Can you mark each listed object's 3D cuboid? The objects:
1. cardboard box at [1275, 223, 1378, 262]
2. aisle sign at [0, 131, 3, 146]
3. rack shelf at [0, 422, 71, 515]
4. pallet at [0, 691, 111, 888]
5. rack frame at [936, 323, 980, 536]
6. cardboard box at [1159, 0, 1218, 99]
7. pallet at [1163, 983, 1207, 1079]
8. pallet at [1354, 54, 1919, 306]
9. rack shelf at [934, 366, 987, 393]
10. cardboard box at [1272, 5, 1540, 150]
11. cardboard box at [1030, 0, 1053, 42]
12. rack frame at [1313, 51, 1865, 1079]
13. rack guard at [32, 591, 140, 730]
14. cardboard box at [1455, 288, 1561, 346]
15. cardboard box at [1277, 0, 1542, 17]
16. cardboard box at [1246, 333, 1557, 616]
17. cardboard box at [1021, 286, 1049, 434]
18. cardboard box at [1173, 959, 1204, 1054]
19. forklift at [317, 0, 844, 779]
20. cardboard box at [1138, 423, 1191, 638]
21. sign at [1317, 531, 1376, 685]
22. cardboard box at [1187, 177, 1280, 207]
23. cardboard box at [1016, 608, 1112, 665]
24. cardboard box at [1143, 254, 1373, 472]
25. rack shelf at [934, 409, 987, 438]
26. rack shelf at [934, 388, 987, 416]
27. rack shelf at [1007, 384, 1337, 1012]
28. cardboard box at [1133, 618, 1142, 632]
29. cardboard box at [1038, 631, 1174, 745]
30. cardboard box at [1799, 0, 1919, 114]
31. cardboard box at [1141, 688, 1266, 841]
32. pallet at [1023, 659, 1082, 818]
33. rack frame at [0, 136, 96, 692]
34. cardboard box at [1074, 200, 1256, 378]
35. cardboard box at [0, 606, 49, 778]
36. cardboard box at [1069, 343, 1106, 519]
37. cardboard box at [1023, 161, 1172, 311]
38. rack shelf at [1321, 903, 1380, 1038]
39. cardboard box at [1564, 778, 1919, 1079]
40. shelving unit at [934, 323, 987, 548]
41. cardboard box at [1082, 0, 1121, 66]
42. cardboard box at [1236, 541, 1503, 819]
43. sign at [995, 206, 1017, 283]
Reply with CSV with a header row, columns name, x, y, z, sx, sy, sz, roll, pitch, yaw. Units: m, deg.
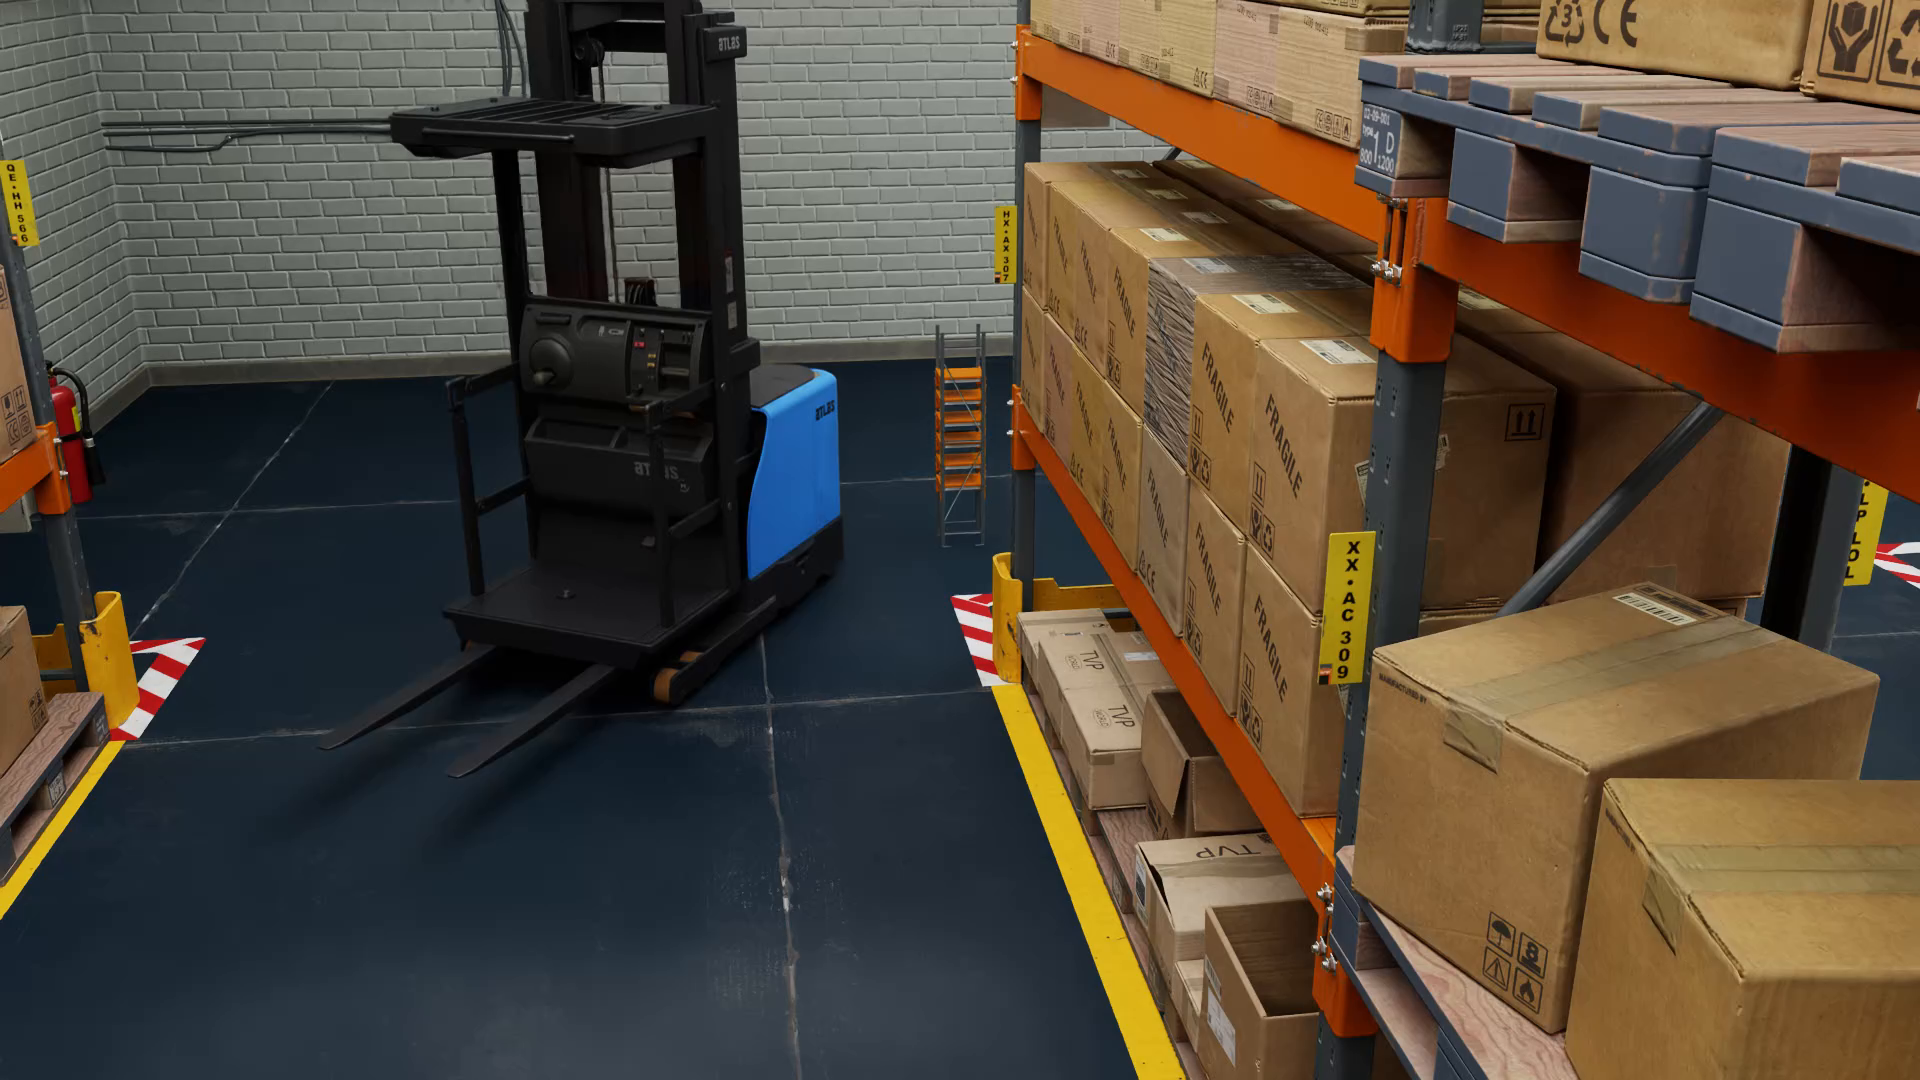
name,x,y,z,sx,sy,sz,roll,pitch,yaw
cardboard box,1.297,-0.714,5.269,0.500,0.500,0.500,-2,21,-6
aisle sign,-3.881,-1.878,6.241,0.394,0.787,0.004,-3,21,-8
rack shelf,-3.879,0.410,4.861,1.077,0.370,4.000,-3,21,-8
pallet,-3.975,0.959,6.346,1.003,0.211,1.213,-3,21,-8
rack frame,-0.011,-0.589,9.078,0.240,1.200,0.006,-3,21,-8
cardboard box,0.835,-1.322,4.397,0.500,0.250,0.500,-3,21,-8
pallet,1.213,1.582,4.678,1.003,0.211,1.213,-3,21,-8
pallet,1.335,-0.574,2.447,1.213,0.211,1.003,-3,21,-8
rack shelf,0.002,-0.853,8.882,0.258,0.103,0.180,-3,21,-8
cardboard box,0.977,-0.976,3.470,0.500,0.250,0.500,-3,21,-8
cardboard box,0.557,-2.015,6.252,0.500,0.250,0.500,-3,21,-8
rack frame,1.311,0.514,3.553,1.000,3.000,0.127,-3,21,-8
rack guard,-4.171,0.543,7.049,1.175,0.500,0.348,-3,21,-8
cardboard box,1.446,-0.357,4.314,0.500,0.500,0.500,-4,21,-9
cardboard box,0.972,-1.210,3.381,0.500,0.250,0.500,-3,21,-8
cardboard box,0.982,-0.163,3.795,0.500,0.500,0.500,-3,21,-7
cardboard box,0.537,-0.751,6.797,0.500,0.500,0.500,-2,21,-7
cardboard box,0.834,1.333,4.804,0.380,0.149,0.250,-3,21,-8
forklift,-1.625,-0.813,7.204,1.130,2.935,3.031,8,22,20
cardboard box,0.833,-0.049,4.918,0.500,0.500,0.500,-2,21,-7
sign,0.775,0.138,3.321,0.100,0.325,0.005,-3,21,-8
cardboard box,1.144,-1.071,6.225,0.500,0.500,0.500,-2,21,-6
cardboard box,0.454,0.421,7.249,0.380,0.149,0.250,-3,21,-8
cardboard box,0.833,-0.515,4.736,0.500,0.500,0.500,-3,21,-7
rack shelf,0.002,-0.628,8.966,0.258,0.103,0.180,-3,21,-8
rack shelf,0.002,-0.740,8.924,0.258,0.103,0.180,-3,21,-8
rack shelf,1.022,0.158,5.533,1.077,0.370,4.000,-3,21,-8
cardboard box,1.056,0.270,7.151,0.500,0.500,0.500,-3,21,-8
cardboard box,0.604,0.587,6.660,0.500,0.250,0.500,-3,21,-8
cardboard box,1.429,-0.773,1.827,0.600,0.600,0.600,-3,21,-8
cardboard box,1.035,0.827,5.654,0.797,0.503,0.637,-3,21,-8
pallet,0.861,0.738,6.940,1.003,0.211,1.213,-3,21,-8
rack frame,-4.167,-0.620,6.589,1.000,3.000,0.127,-3,21,-8
cardboard box,0.687,-0.865,5.674,0.500,0.500,0.500,-3,21,-7
cardboard box,-3.967,0.592,6.317,0.700,0.500,0.500,-3,21,-8
cardboard box,0.686,-0.399,5.854,0.500,0.500,0.500,-3,21,-8
cardboard box,0.537,-1.219,6.622,0.500,0.500,0.500,-2,21,-6
rack shelf,1.599,1.543,1.825,1.077,0.370,4.000,-3,21,-8
cardboard box,1.320,0.680,2.364,0.700,0.500,0.500,0,20,1
shelving unit,0.002,-0.557,8.993,0.258,1.200,0.189,-3,21,-8
cardboard box,0.690,-1.669,5.324,0.500,0.250,0.500,-3,21,-8
cardboard box,0.985,0.307,3.965,0.500,0.500,0.500,-3,21,-7
sign,0.197,-1.249,7.036,0.100,0.325,0.005,-3,21,-8
